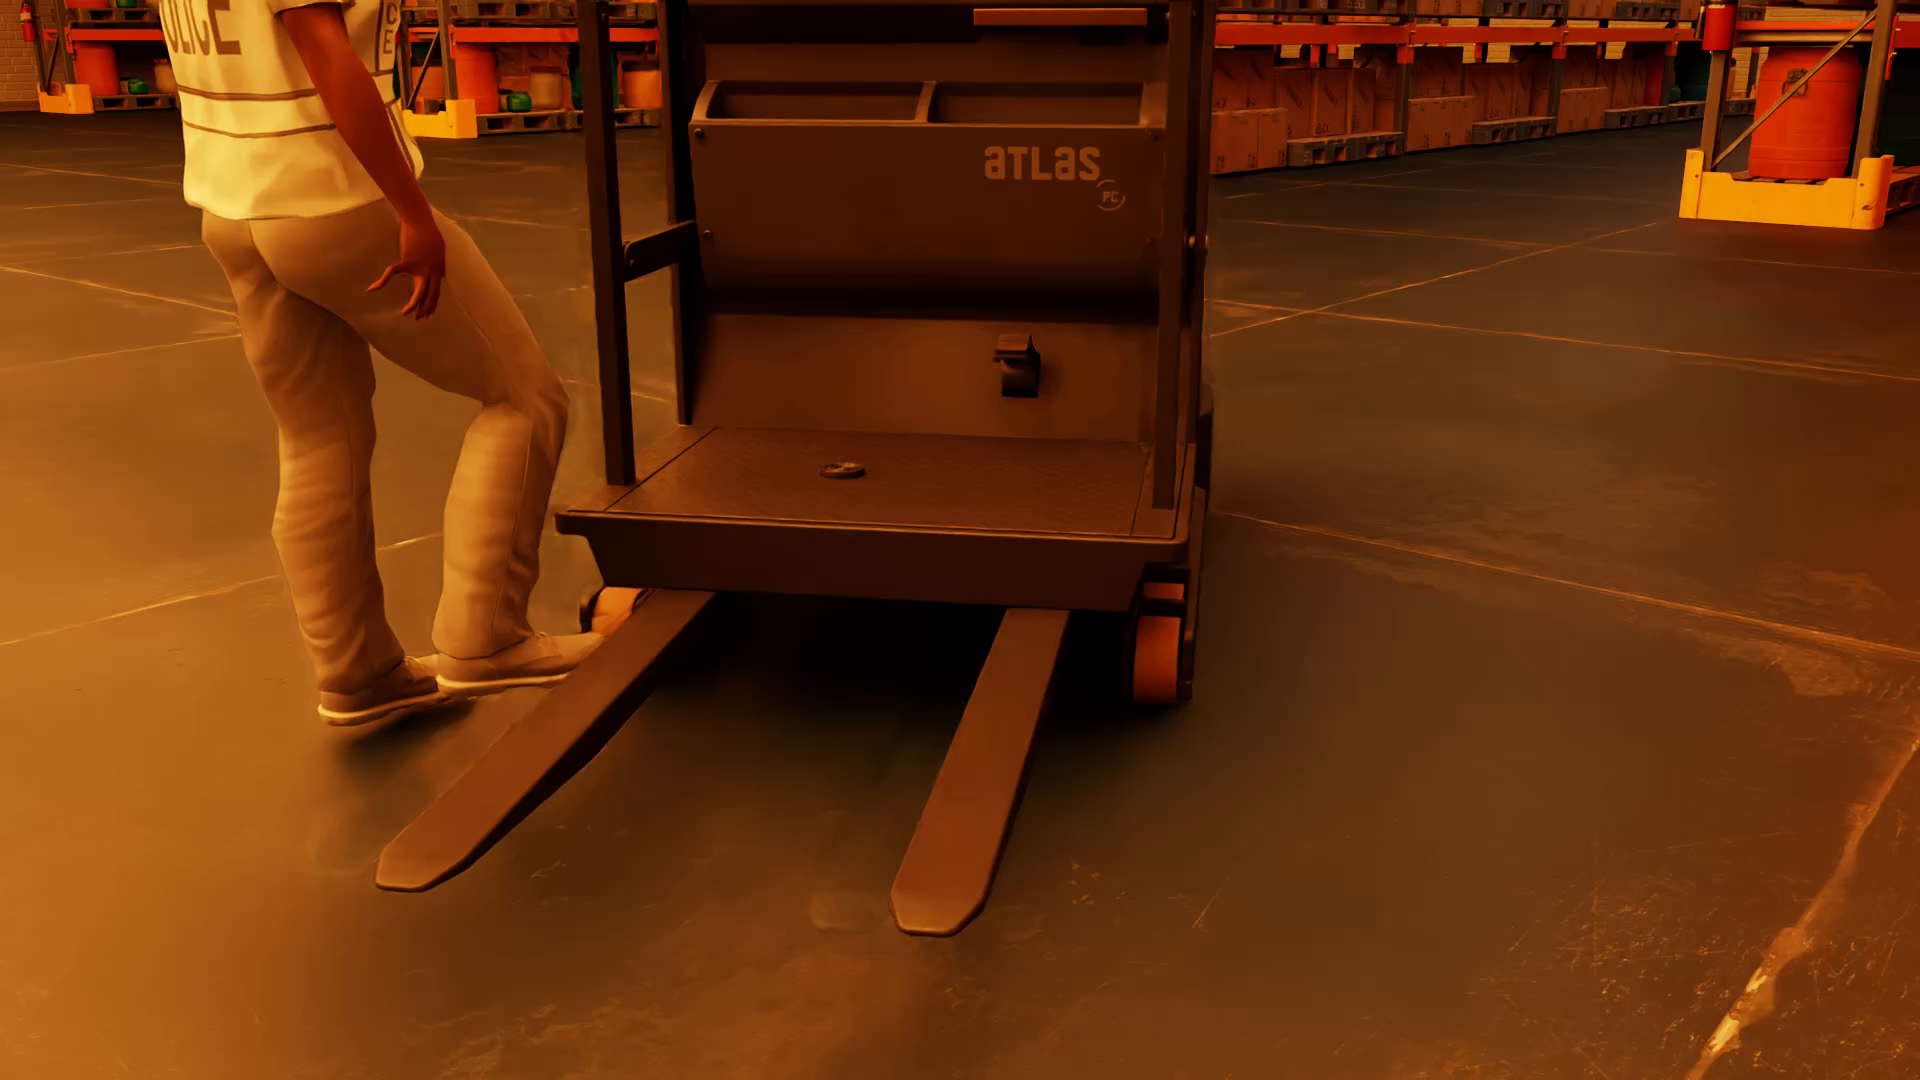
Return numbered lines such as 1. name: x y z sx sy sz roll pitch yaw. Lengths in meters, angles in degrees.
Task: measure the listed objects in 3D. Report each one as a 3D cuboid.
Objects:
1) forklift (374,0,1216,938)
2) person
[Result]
1. forklift: -0.092 -1.216 2.904 1.130 2.935 3.031 3 17 9
2. person: -0.937 -0.511 2.605 0.566 1.696 0.496 15 23 41
